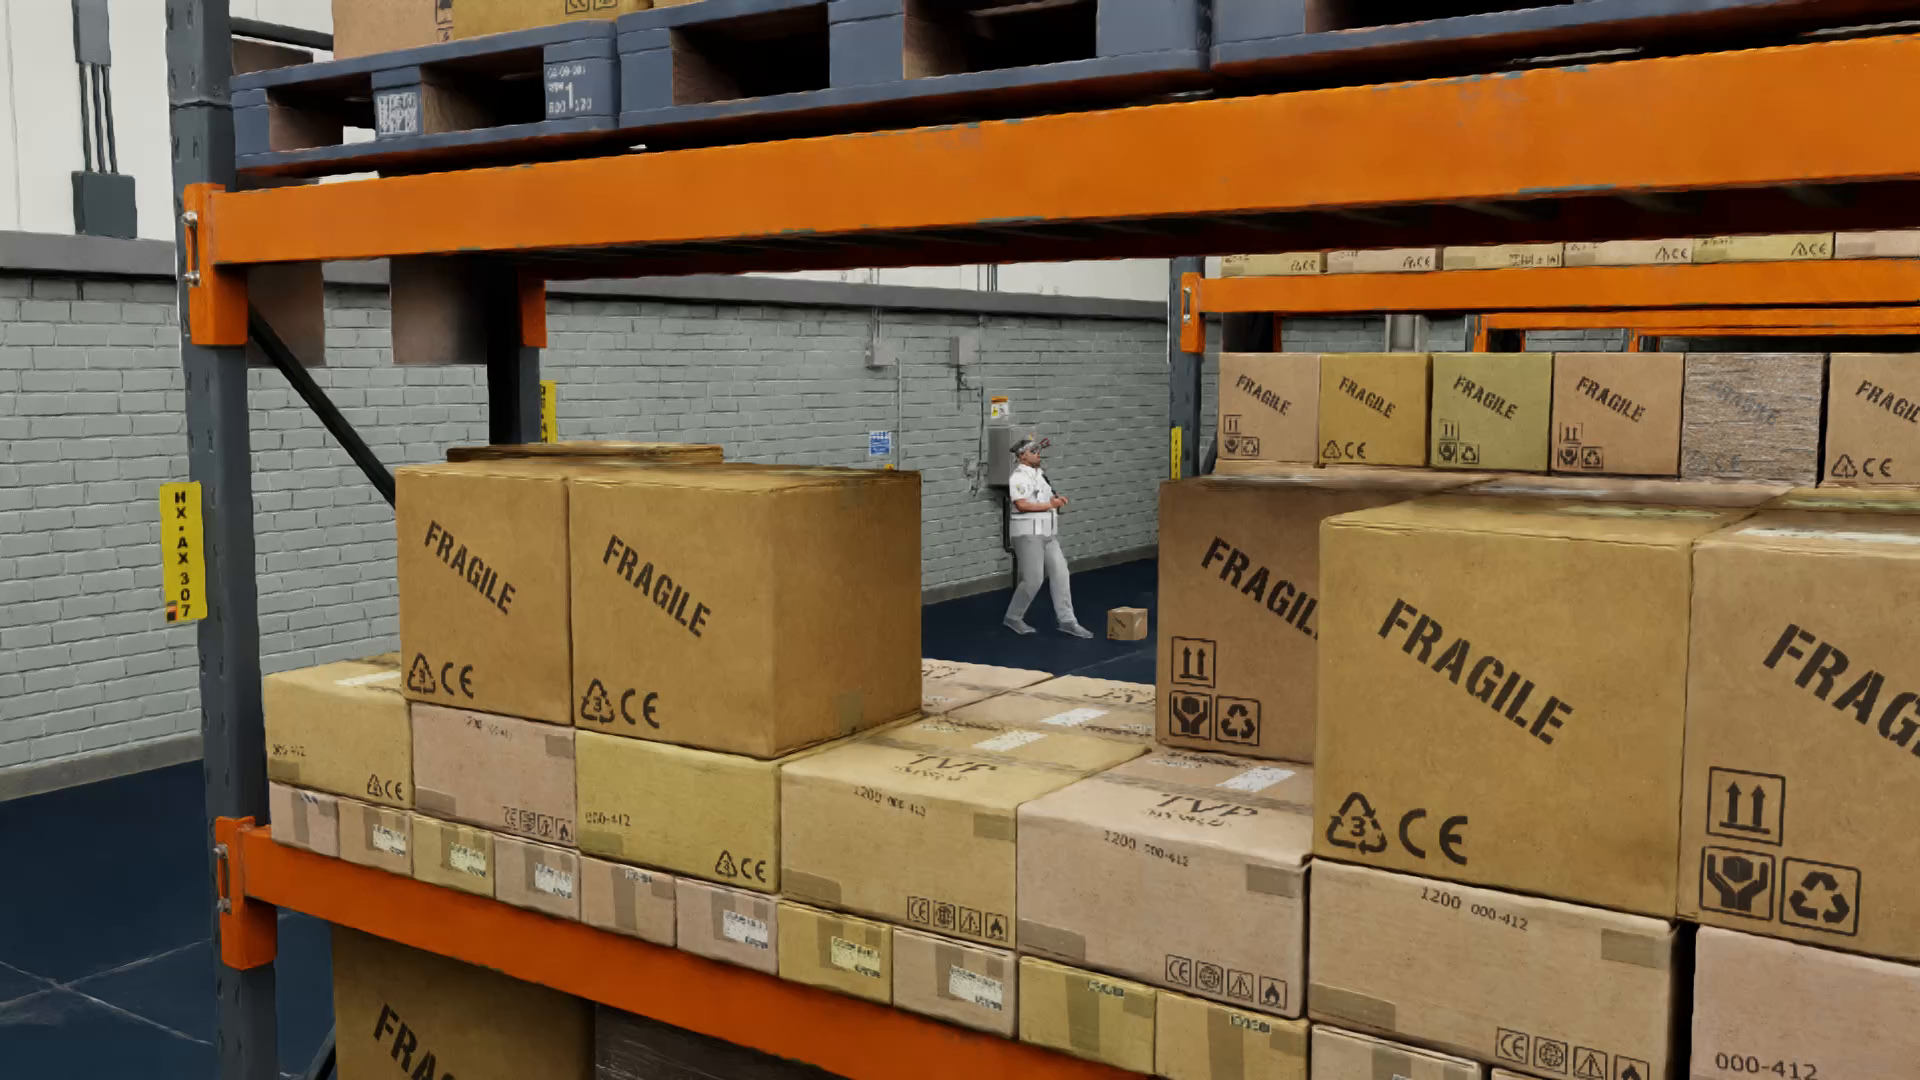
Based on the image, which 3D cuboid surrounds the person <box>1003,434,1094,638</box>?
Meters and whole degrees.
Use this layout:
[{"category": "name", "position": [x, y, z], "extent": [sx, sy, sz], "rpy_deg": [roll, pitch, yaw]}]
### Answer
[{"category": "person", "position": [0.734, -0.033, 14.509], "extent": [0.858, 1.768, 0.621], "rpy_deg": [4, 7, 32]}]
